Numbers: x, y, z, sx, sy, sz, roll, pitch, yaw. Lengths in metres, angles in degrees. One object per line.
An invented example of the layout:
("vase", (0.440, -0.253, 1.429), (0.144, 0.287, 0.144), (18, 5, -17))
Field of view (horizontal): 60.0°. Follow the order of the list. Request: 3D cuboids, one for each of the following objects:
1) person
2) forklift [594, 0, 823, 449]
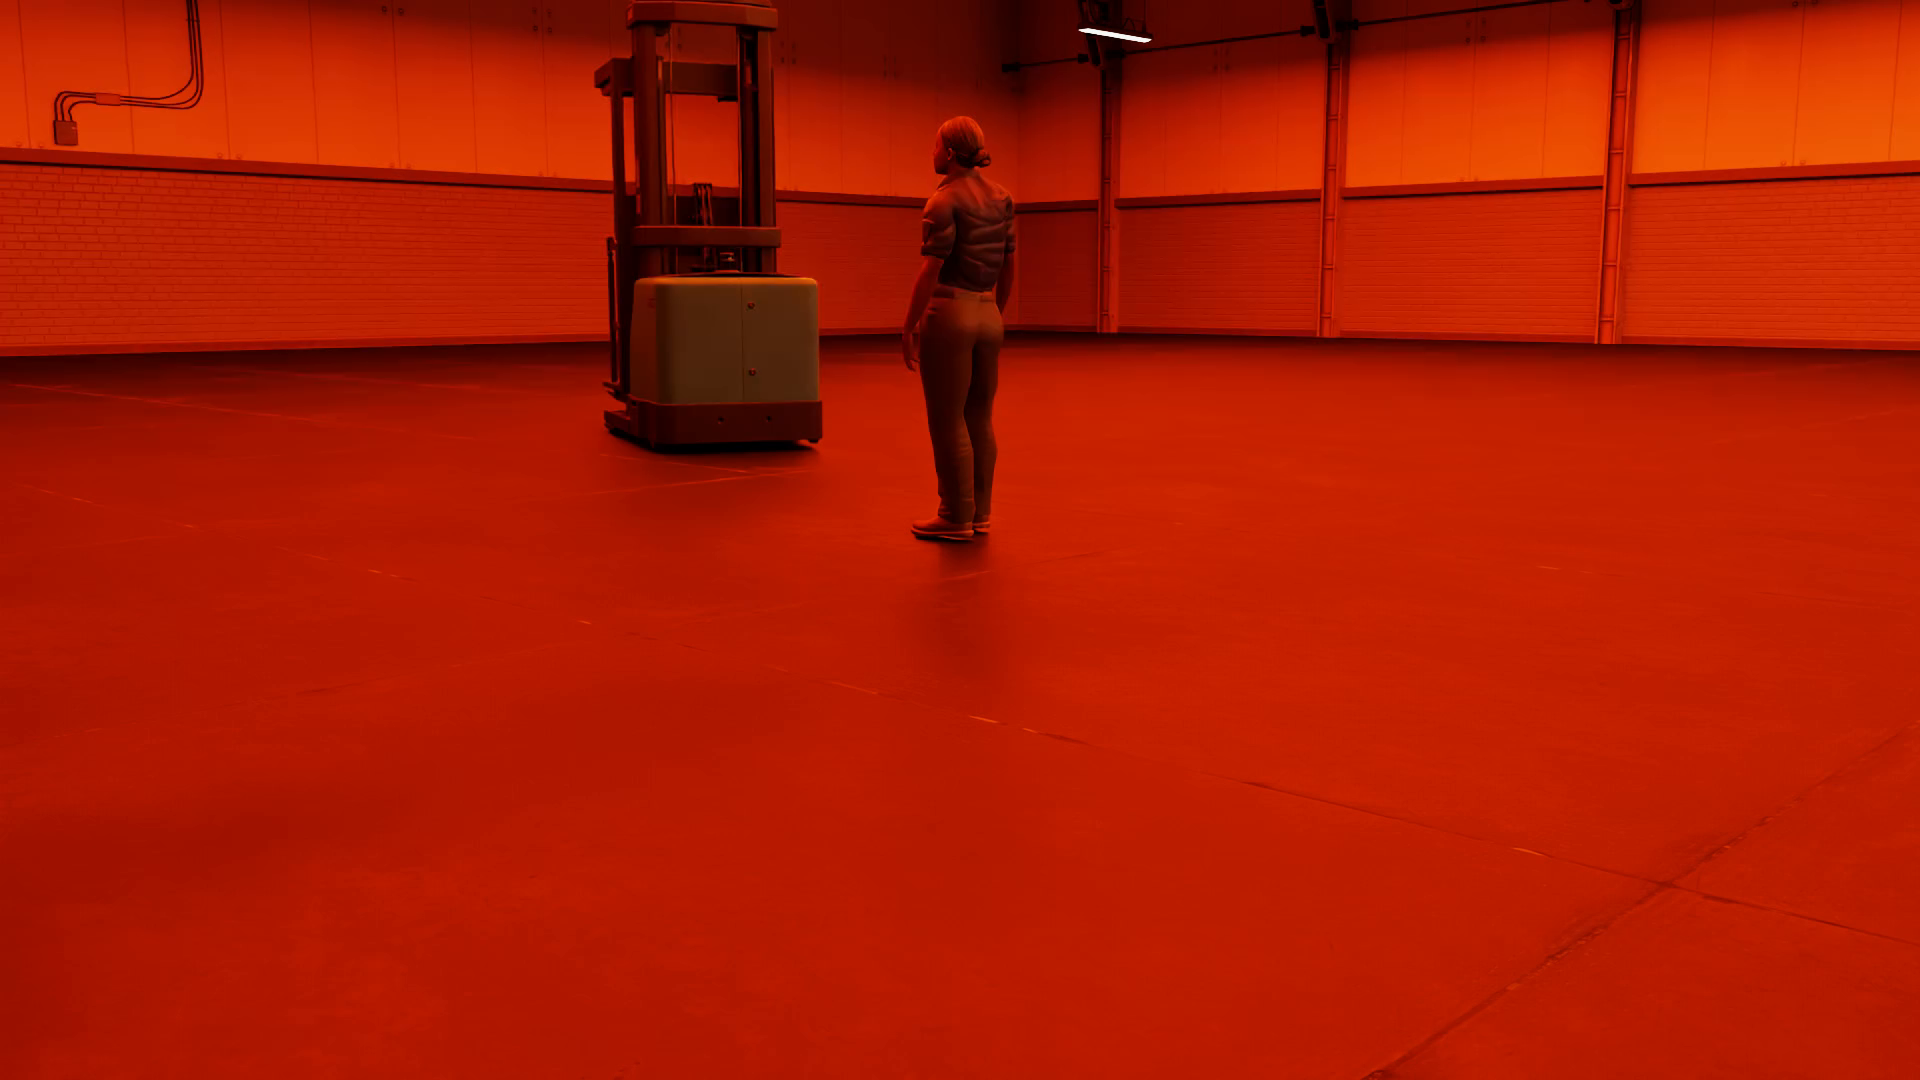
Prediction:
("person", (-0.049, -0.836, 6.667), (0.504, 1.654, 0.569), (8, 12, 43))
("forklift", (-1.869, -2.193, 11.441), (1.130, 2.935, 3.031), (-3, 9, -21))
